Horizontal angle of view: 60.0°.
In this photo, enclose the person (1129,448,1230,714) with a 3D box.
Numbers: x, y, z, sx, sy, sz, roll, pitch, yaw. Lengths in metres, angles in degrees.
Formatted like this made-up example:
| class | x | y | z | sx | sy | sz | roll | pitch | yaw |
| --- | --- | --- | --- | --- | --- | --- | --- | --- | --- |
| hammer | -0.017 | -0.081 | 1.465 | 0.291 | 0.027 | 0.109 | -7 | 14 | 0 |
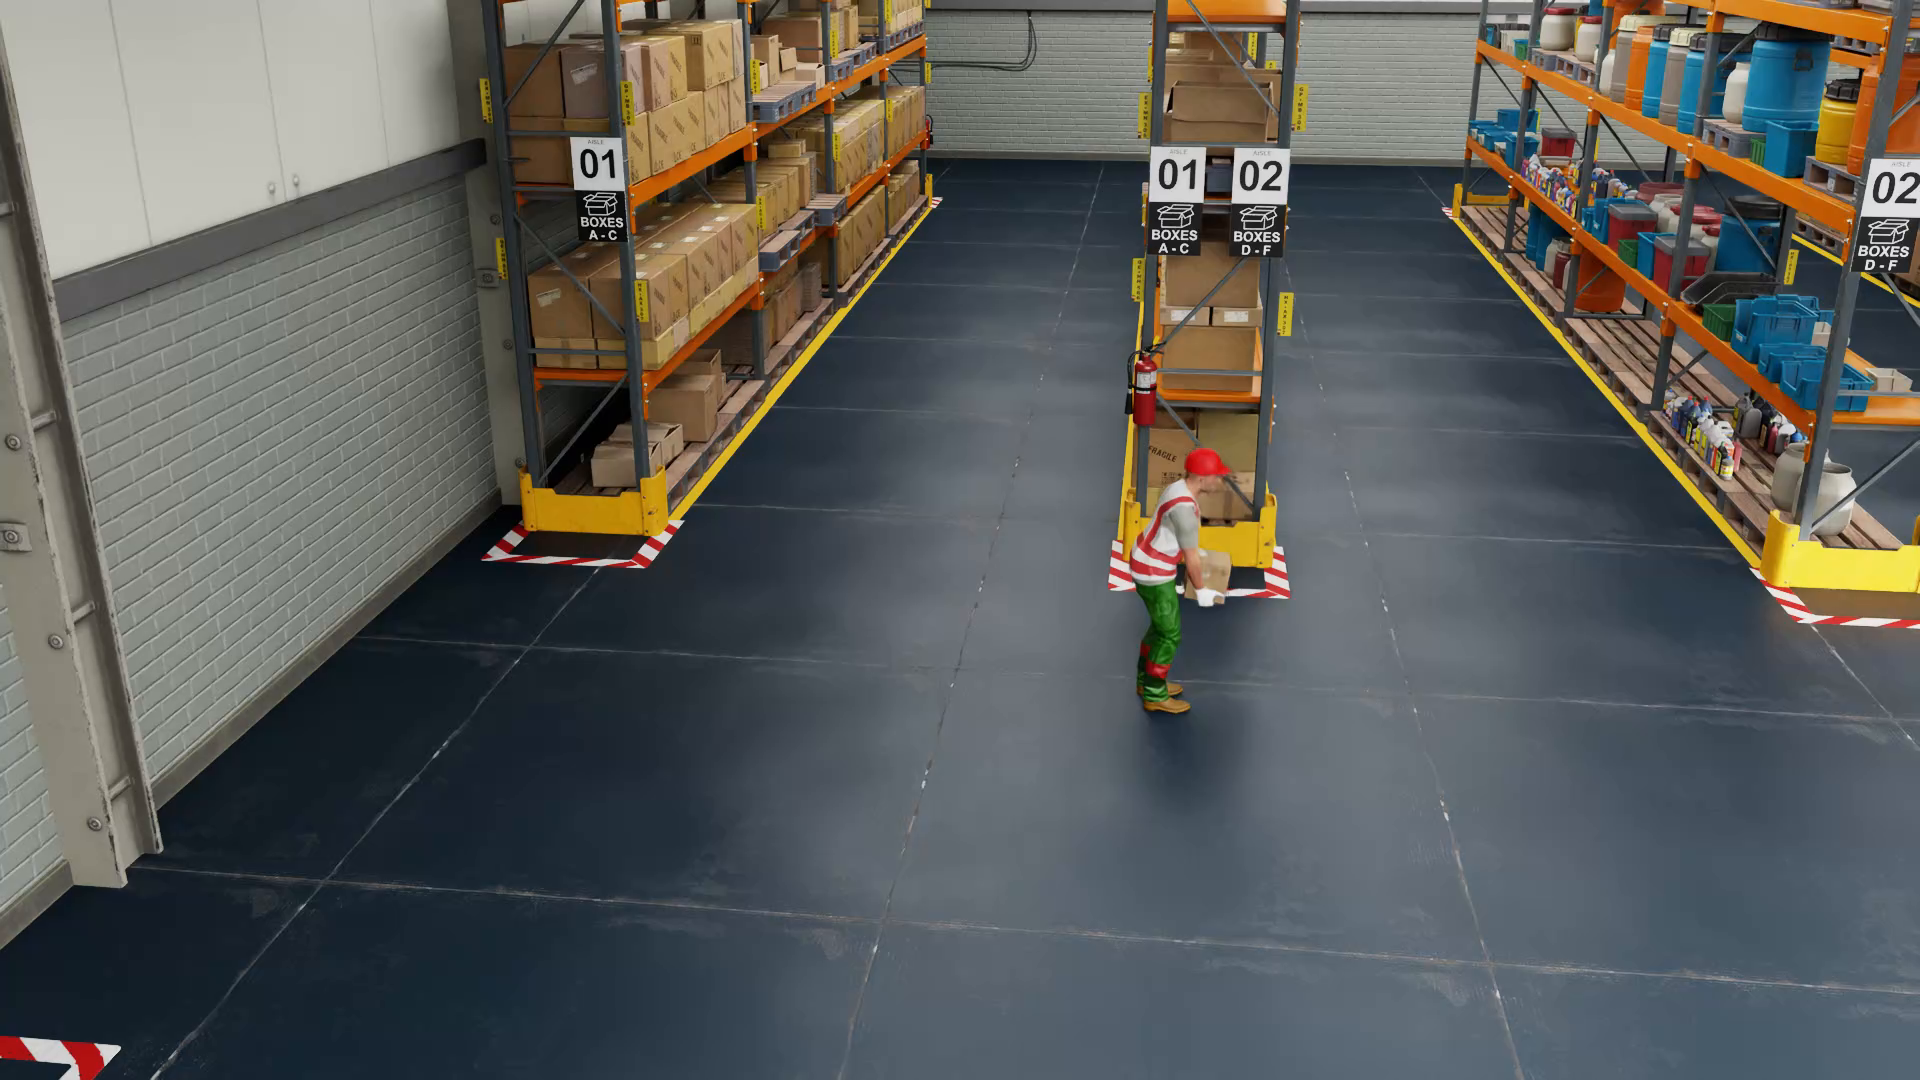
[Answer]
| class | x | y | z | sx | sy | sz | roll | pitch | yaw |
| --- | --- | --- | --- | --- | --- | --- | --- | --- | --- |
| person | 1.366 | 0.242 | 10.505 | 0.605 | 1.724 | 0.481 | 2 | 21 | 5 |
